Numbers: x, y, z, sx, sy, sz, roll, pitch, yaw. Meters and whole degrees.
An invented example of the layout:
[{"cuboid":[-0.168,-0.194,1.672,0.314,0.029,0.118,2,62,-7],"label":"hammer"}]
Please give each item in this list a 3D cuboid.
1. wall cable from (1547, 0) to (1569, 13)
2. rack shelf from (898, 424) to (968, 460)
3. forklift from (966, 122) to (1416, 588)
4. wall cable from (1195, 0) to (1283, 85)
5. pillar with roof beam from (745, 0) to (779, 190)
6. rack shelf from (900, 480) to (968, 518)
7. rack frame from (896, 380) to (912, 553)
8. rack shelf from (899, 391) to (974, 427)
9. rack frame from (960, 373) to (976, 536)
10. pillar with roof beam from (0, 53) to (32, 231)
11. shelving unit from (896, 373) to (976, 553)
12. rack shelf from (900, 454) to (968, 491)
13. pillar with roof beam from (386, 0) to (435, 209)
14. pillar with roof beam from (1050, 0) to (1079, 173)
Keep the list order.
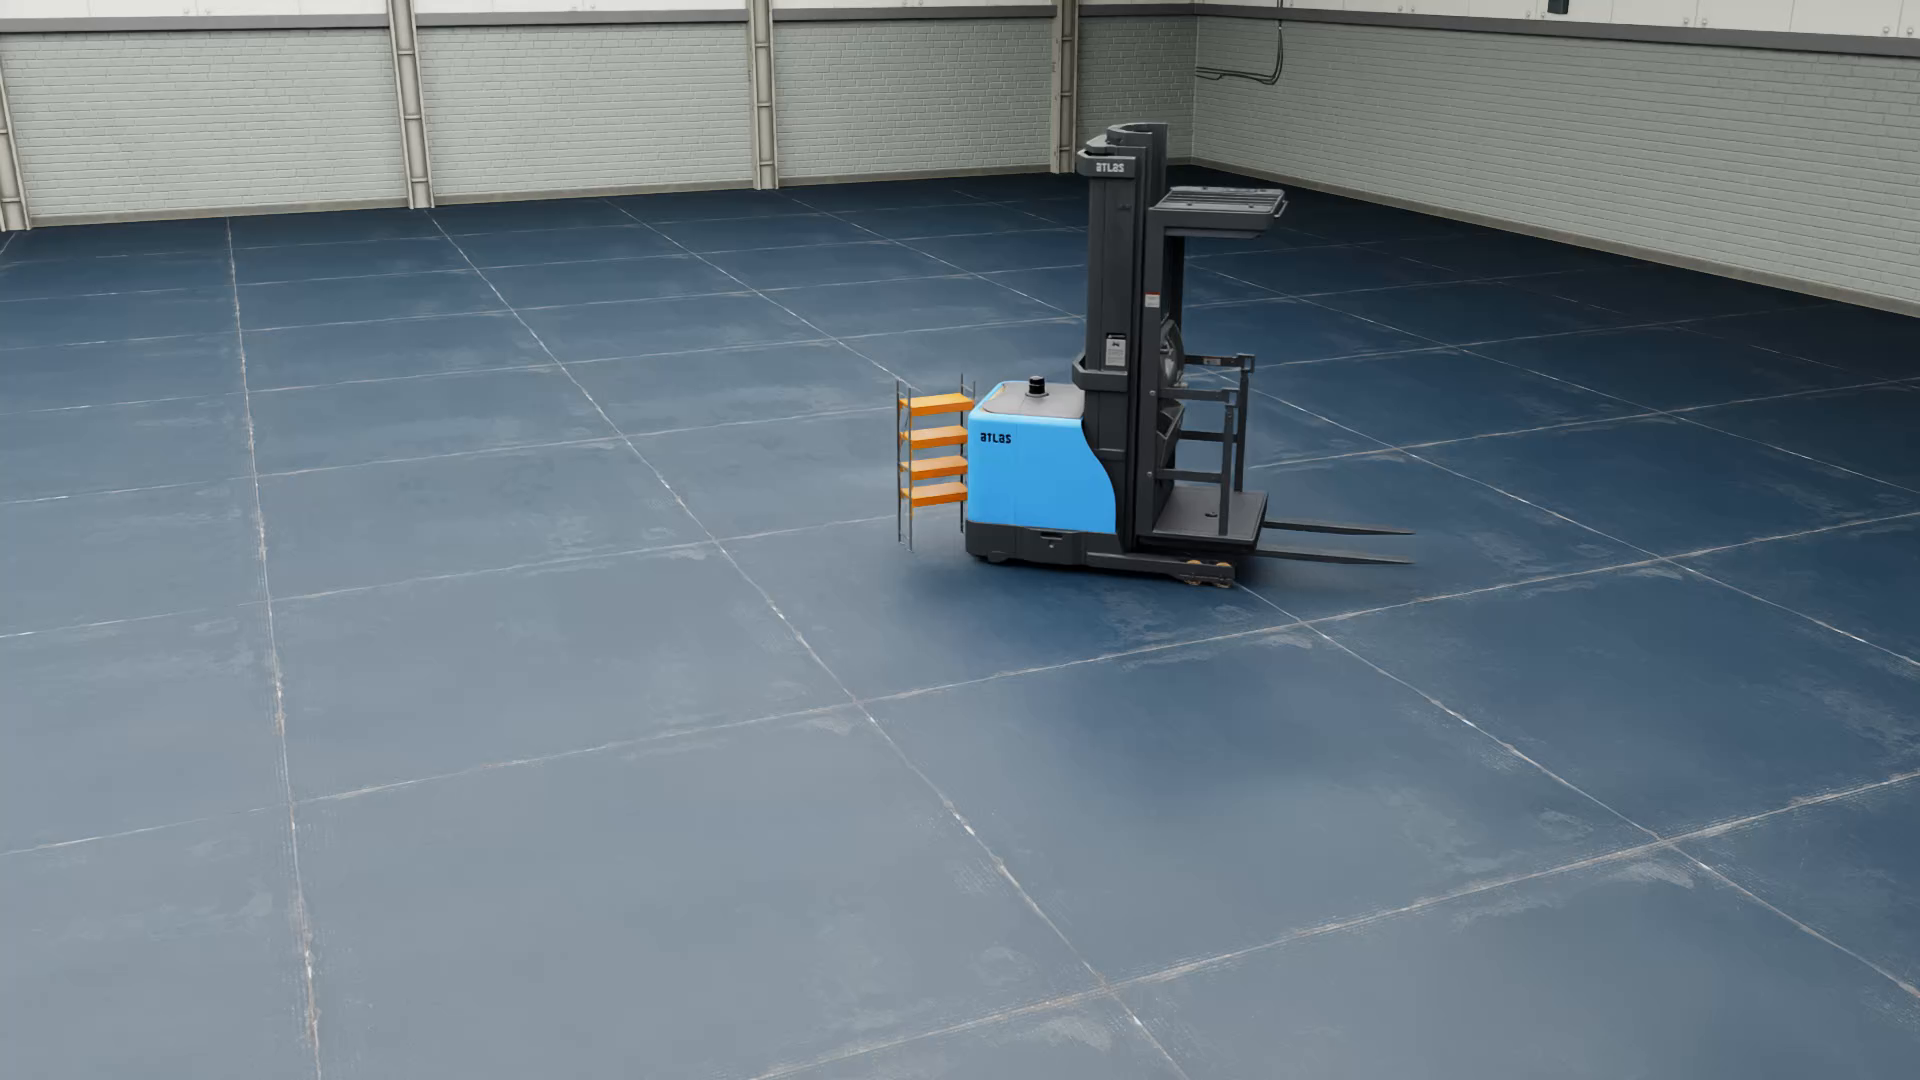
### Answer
[{"cuboid":[8.965,-10.097,22.027,0.169,6.003,2.305,-8,21,-22],"label":"wall cable"},{"cuboid":[-0.169,-0.693,11.713,0.480,0.148,0.258,-8,21,-22],"label":"rack shelf"},{"cuboid":[1.613,-1.259,11.184,3.031,2.935,1.130,5,20,14],"label":"forklift"},{"cuboid":[5.219,-9.925,31.336,0.112,2.526,3.097,-8,21,-22],"label":"wall cable"},{"cuboid":[-1.813,-9.303,24.894,0.400,9.000,9.100,-8,21,-22],"label":"pillar with roof beam"},{"cuboid":[-0.169,-0.295,11.853,0.480,0.148,0.258,-8,21,-22],"label":"rack shelf"},{"cuboid":[-0.393,-0.513,11.672,0.015,1.200,0.240,-8,21,-22],"label":"rack frame"},{"cuboid":[-0.169,-0.916,11.634,0.480,0.148,0.258,-8,21,-22],"label":"rack shelf"},{"cuboid":[0.055,-0.578,11.857,0.015,1.200,0.240,-8,21,-22],"label":"rack frame"},{"cuboid":[-12.832,-7.725,20.411,0.400,9.000,9.100,-8,21,-22],"label":"pillar with roof beam"},{"cuboid":[-0.169,-0.545,11.765,0.503,1.200,0.258,-8,21,-22],"label":"shelving unit"},{"cuboid":[-0.169,-0.482,11.787,0.480,0.148,0.258,-8,21,-22],"label":"rack shelf"},{"cuboid":[-7.323,-8.514,22.653,0.400,9.000,9.100,-8,21,-22],"label":"pillar with roof beam"},{"cuboid":[3.696,-10.092,27.136,0.400,9.000,9.100,-8,21,-22],"label":"pillar with roof beam"}]
